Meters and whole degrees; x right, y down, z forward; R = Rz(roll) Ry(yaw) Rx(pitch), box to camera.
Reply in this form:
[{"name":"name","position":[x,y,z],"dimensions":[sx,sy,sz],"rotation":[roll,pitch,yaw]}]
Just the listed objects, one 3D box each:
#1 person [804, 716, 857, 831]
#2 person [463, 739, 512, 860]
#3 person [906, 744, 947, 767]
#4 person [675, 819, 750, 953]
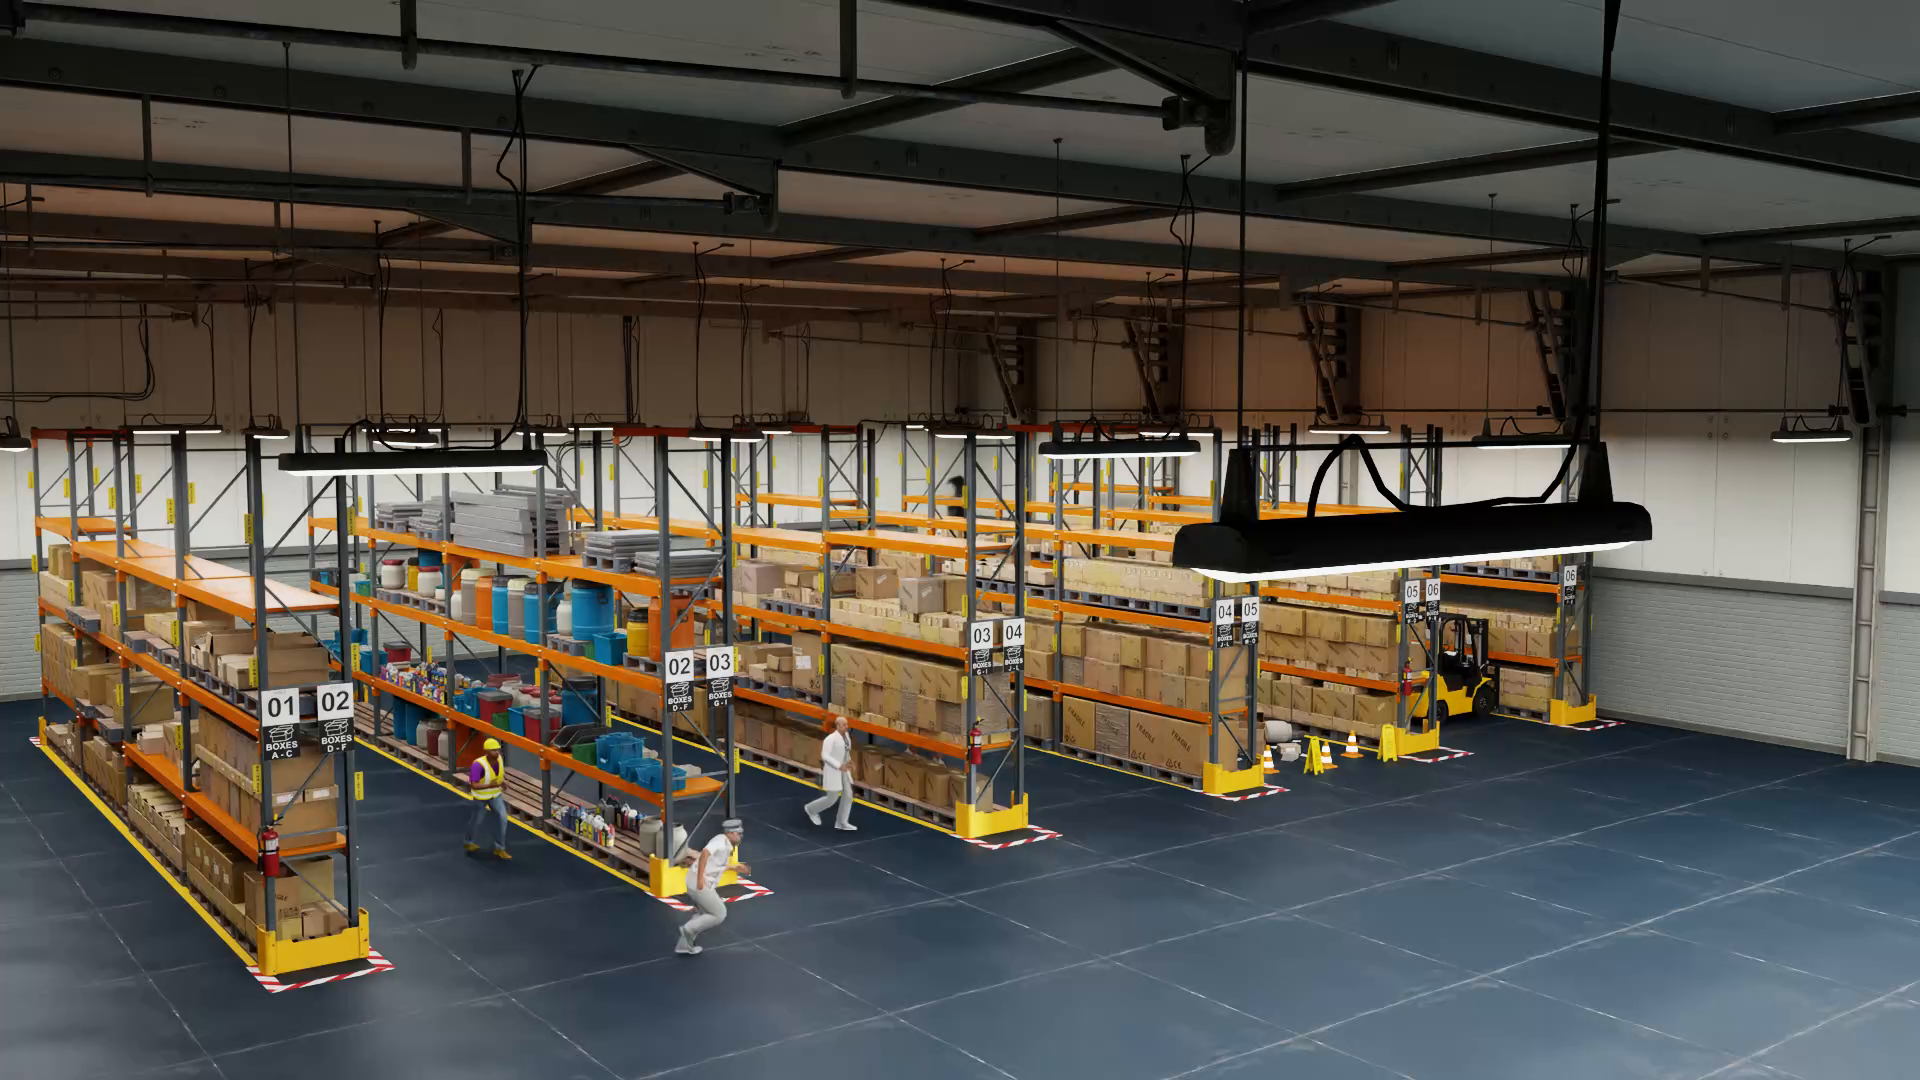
[{"name":"person","position":[-1.952,3.484,25.067],"dimensions":[0.872,1.701,0.712],"rotation":[3,5,31]},{"name":"person","position":[-6.662,3.630,23.439],"dimensions":[0.982,1.733,0.715],"rotation":[4,6,41]},{"name":"person","position":[-0.612,3.174,29.617],"dimensions":[0.863,1.713,0.613],"rotation":[2,5,25]},{"name":"person","position":[-2.872,4.036,19.253],"dimensions":[0.866,1.569,0.700],"rotation":[0,5,-6]}]
